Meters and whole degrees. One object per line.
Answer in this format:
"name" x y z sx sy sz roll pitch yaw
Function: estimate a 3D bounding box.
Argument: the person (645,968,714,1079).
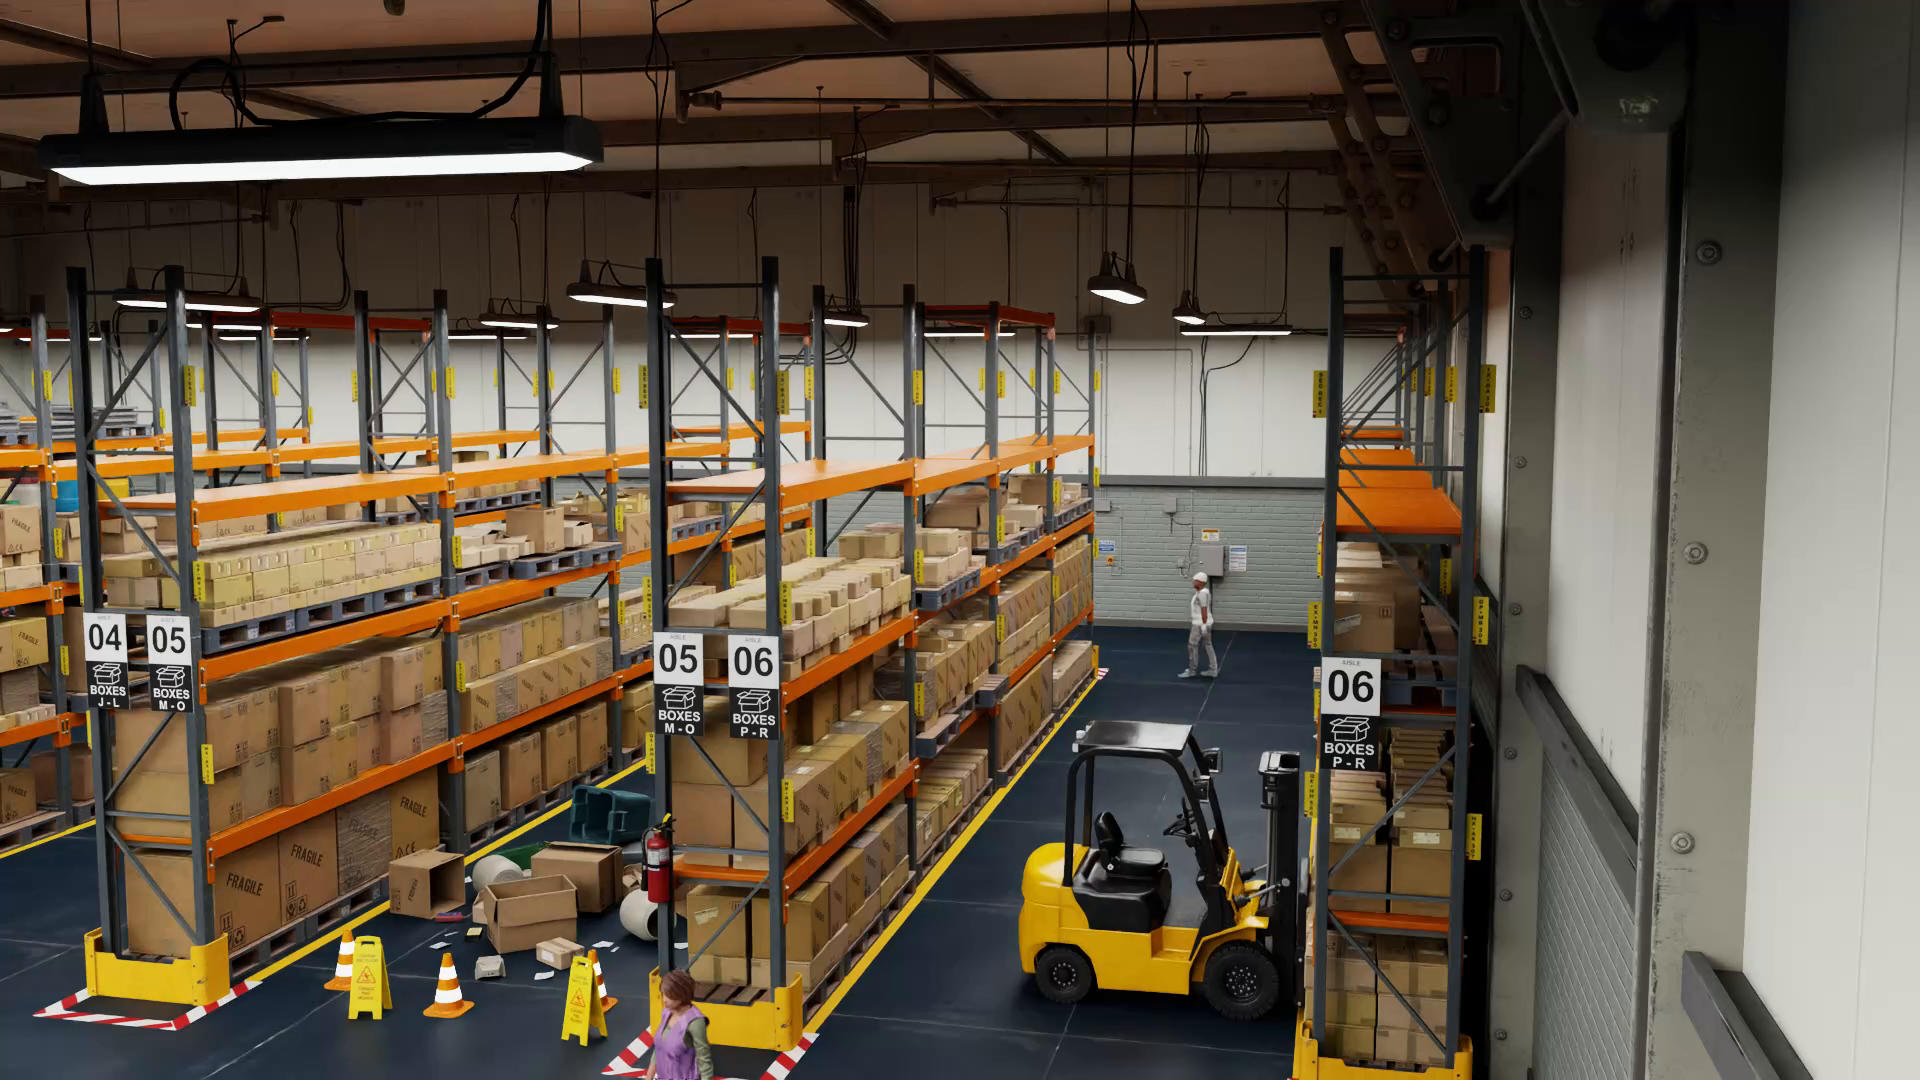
"person" -1.692 3.387 10.092 0.803 1.524 0.421 -4 7 -35

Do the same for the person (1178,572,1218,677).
"person" 4.046 1.436 28.137 0.663 1.794 0.610 2 6 22
